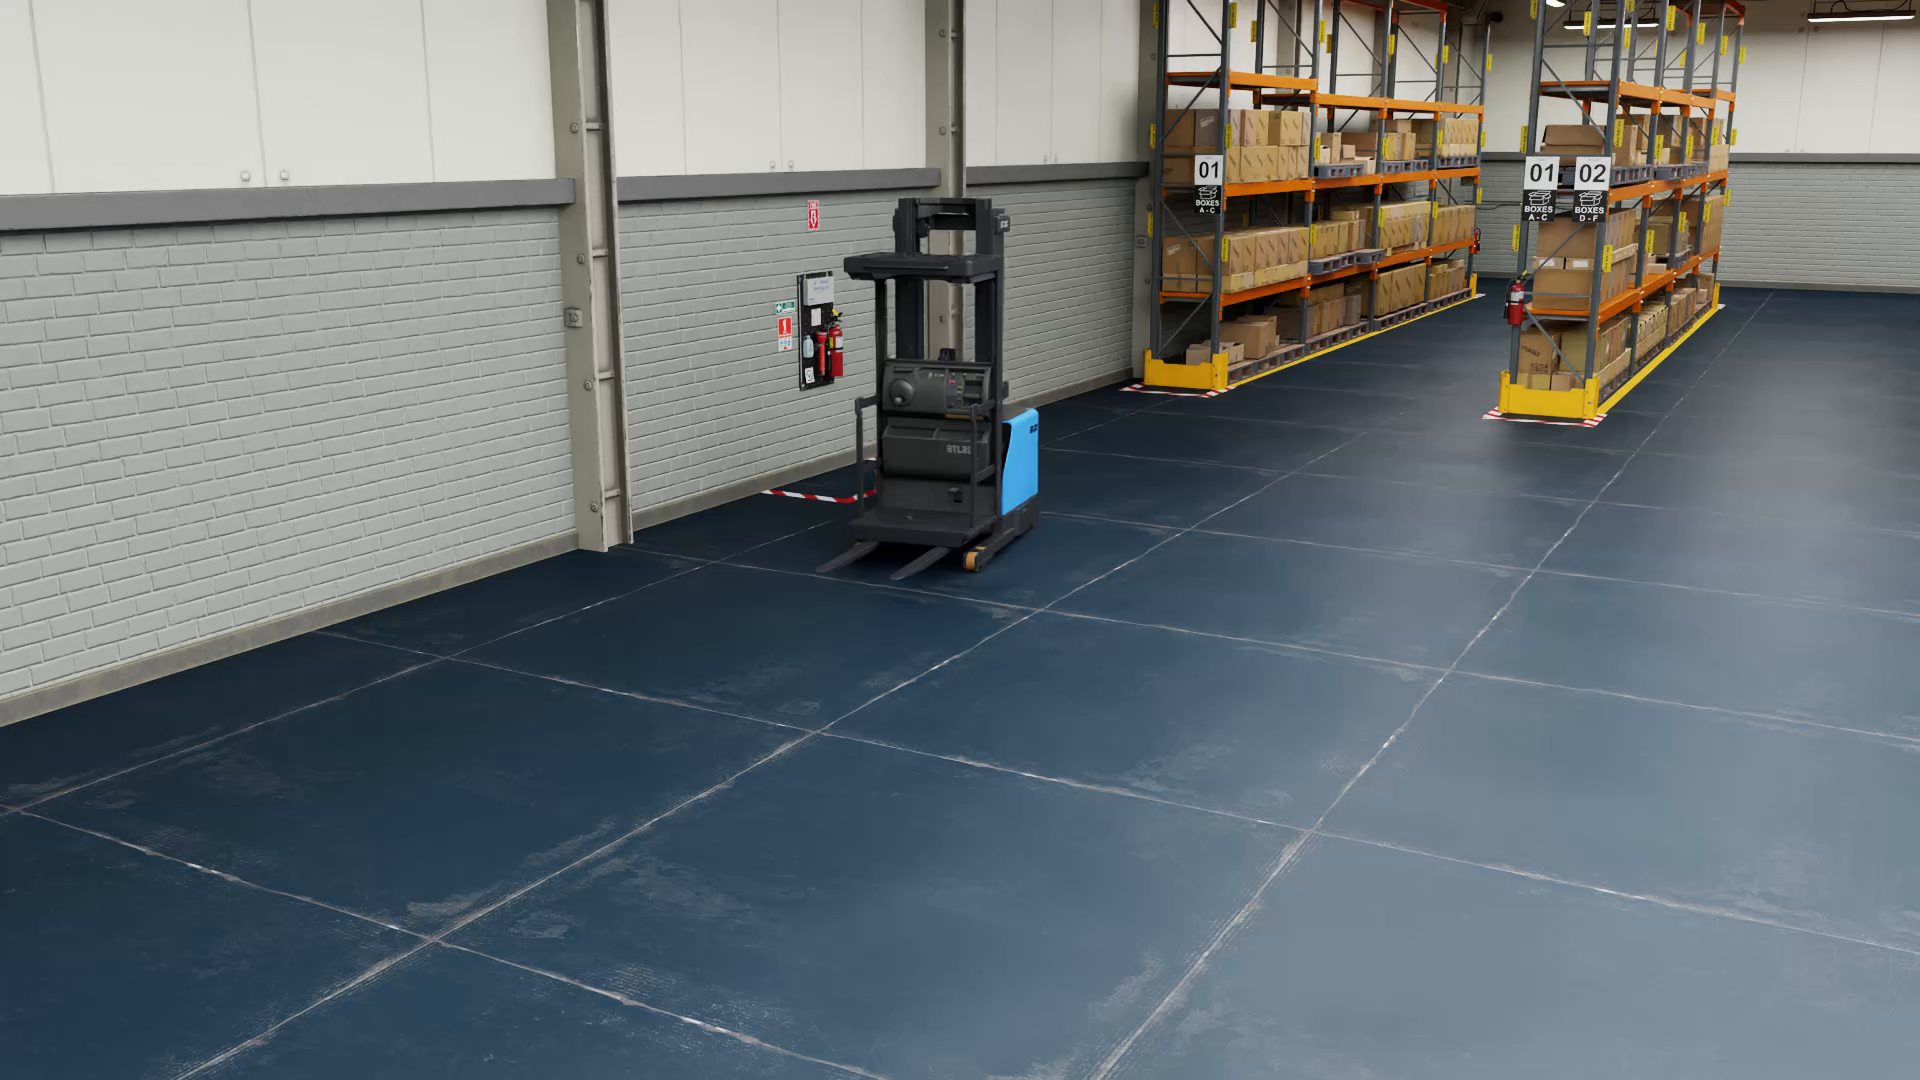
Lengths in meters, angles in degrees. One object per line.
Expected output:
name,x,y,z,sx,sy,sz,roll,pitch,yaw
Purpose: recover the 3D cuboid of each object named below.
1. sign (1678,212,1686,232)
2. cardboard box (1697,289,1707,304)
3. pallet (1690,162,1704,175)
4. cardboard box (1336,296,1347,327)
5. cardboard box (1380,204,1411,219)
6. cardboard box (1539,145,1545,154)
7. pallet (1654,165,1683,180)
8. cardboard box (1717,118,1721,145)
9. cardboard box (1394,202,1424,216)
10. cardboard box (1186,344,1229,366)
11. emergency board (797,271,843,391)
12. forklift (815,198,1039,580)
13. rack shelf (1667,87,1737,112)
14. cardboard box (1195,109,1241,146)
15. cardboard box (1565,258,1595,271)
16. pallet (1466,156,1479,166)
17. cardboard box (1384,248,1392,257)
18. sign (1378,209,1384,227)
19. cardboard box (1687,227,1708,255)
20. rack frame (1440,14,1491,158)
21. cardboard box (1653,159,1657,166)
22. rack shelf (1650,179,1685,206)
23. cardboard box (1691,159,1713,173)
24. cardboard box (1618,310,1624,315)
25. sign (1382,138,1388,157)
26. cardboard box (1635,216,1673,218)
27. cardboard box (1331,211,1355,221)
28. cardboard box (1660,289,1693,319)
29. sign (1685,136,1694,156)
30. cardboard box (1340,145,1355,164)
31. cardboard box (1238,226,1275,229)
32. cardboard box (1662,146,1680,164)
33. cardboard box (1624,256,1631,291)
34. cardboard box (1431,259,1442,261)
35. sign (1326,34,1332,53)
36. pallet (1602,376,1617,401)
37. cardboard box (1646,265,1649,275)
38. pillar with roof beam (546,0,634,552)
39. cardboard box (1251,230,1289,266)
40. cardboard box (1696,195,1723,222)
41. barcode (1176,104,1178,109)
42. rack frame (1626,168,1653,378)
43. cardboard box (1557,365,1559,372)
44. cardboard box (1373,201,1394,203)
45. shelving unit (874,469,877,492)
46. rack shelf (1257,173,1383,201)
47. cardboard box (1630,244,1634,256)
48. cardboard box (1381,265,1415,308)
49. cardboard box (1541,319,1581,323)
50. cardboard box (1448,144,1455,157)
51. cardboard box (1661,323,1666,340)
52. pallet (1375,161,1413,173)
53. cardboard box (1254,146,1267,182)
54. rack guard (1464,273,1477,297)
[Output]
sign,11.852,-5.215,27.294,0.100,0.325,0.005,7,15,28
cardboard box,14.699,-4.902,33.394,0.500,0.250,0.500,7,15,28
pallet,12.423,-6.563,29.356,1.213,0.211,1.003,7,15,28
cardboard box,6.373,-4.027,29.233,0.700,0.500,0.500,7,15,28
cardboard box,8.210,-6.225,31.463,0.500,0.250,0.500,7,15,27
cardboard box,7.823,-4.997,21.584,0.500,0.250,0.500,7,15,28
pallet,10.577,-5.702,25.786,1.003,0.211,1.213,8,16,31
cardboard box,14.534,-8.033,32.709,0.700,0.500,0.500,7,15,28
cardboard box,8.703,-6.434,32.331,0.500,0.250,0.500,8,16,29
cardboard box,3.572,-2.672,24.015,0.500,0.311,0.500,6,15,22
emergency board,-1.388,-2.141,17.016,0.194,1.169,0.643,7,15,28
forklift,-0.266,-1.275,13.567,1.130,2.935,3.031,5,14,19
rack shelf,14.265,-8.510,32.175,1.077,0.370,4.000,7,15,28
cardboard box,3.558,-5.688,22.935,0.500,0.500,0.500,6,15,24
cardboard box,7.876,-3.493,21.025,0.380,0.149,0.250,7,15,28
pallet,10.544,-8.178,35.843,1.003,0.211,1.213,7,15,28
cardboard box,7.720,-5.299,30.608,0.380,0.149,0.250,8,16,30
sign,7.506,-5.740,29.639,0.100,0.325,0.005,7,15,28
cardboard box,13.783,-5.657,31.386,0.500,0.500,0.500,8,16,30
rack frame,10.894,-9.832,36.118,1.000,3.000,0.127,7,15,28
cardboard box,10.409,-5.868,25.499,0.500,0.250,0.500,6,15,23
rack shelf,10.398,-5.412,25.718,1.077,0.370,4.000,7,15,28
cardboard box,13.750,-6.992,31.055,0.500,0.250,0.500,7,15,28
cardboard box,10.359,-3.567,26.703,0.500,0.311,0.500,7,15,27
sign,7.501,-6.922,29.344,0.100,0.325,0.005,7,15,28
cardboard box,12.874,-5.716,30.733,0.700,0.500,0.500,2,14,9
cardboard box,6.743,-5.711,29.285,0.380,0.149,0.250,5,14,19
cardboard box,13.064,-4.299,30.362,0.500,0.500,0.500,7,15,28
sign,11.847,-6.398,26.999,0.100,0.325,0.005,7,15,28
cardboard box,6.319,-6.537,28.587,0.797,0.503,0.637,10,17,36
cardboard box,4.683,-4.683,26.234,0.500,0.500,0.500,7,15,27
cardboard box,11.546,-6.314,27.712,0.910,0.500,0.500,7,15,28
cardboard box,9.222,-3.850,23.891,0.700,0.500,0.500,7,15,27
cardboard box,10.284,-6.010,36.115,0.380,0.149,0.250,7,15,28
sign,6.539,-8.784,29.439,0.100,0.325,0.005,7,15,28
pallet,8.421,-2.128,22.911,1.003,0.211,1.213,7,15,28
cardboard box,10.798,-4.324,26.605,0.380,0.149,0.250,9,16,32
pillar with roof beam,0.708,-3.842,11.268,9.100,9.000,0.400,7,15,28
cardboard box,4.646,-4.418,25.137,0.500,0.500,0.500,7,15,26
cardboard box,15.014,-6.664,33.429,0.500,0.500,0.500,8,16,30
barcode,3.065,-6.120,23.493,0.001,0.075,0.075,7,15,28
rack frame,9.431,-3.894,24.284,1.000,3.000,0.127,7,15,28
cardboard box,7.729,-2.188,22.179,0.500,0.250,0.500,7,15,28
cardboard box,8.263,-6.490,32.562,0.500,0.250,0.500,8,15,29
shelving unit,-0.655,-0.497,16.177,0.258,0.189,1.200,-2,13,-9
rack shelf,6.060,-5.973,28.043,1.077,0.370,4.000,7,15,28
cardboard box,9.366,-4.127,23.654,0.380,0.149,0.250,7,15,27
cardboard box,8.333,-4.924,32.247,0.750,0.750,0.750,8,16,30
cardboard box,8.449,-2.861,23.370,0.500,0.500,0.500,7,15,28
cardboard box,9.784,-7.948,33.913,0.500,0.250,0.500,7,15,27
cardboard box,11.324,-3.446,27.398,0.500,0.250,0.500,8,16,29
pallet,7.829,-7.009,31.209,1.003,0.211,1.213,8,16,31
cardboard box,4.078,-5.403,23.890,0.500,0.500,0.500,8,16,31
rack guard,10.906,-5.706,37.134,1.175,0.500,0.348,7,15,28
